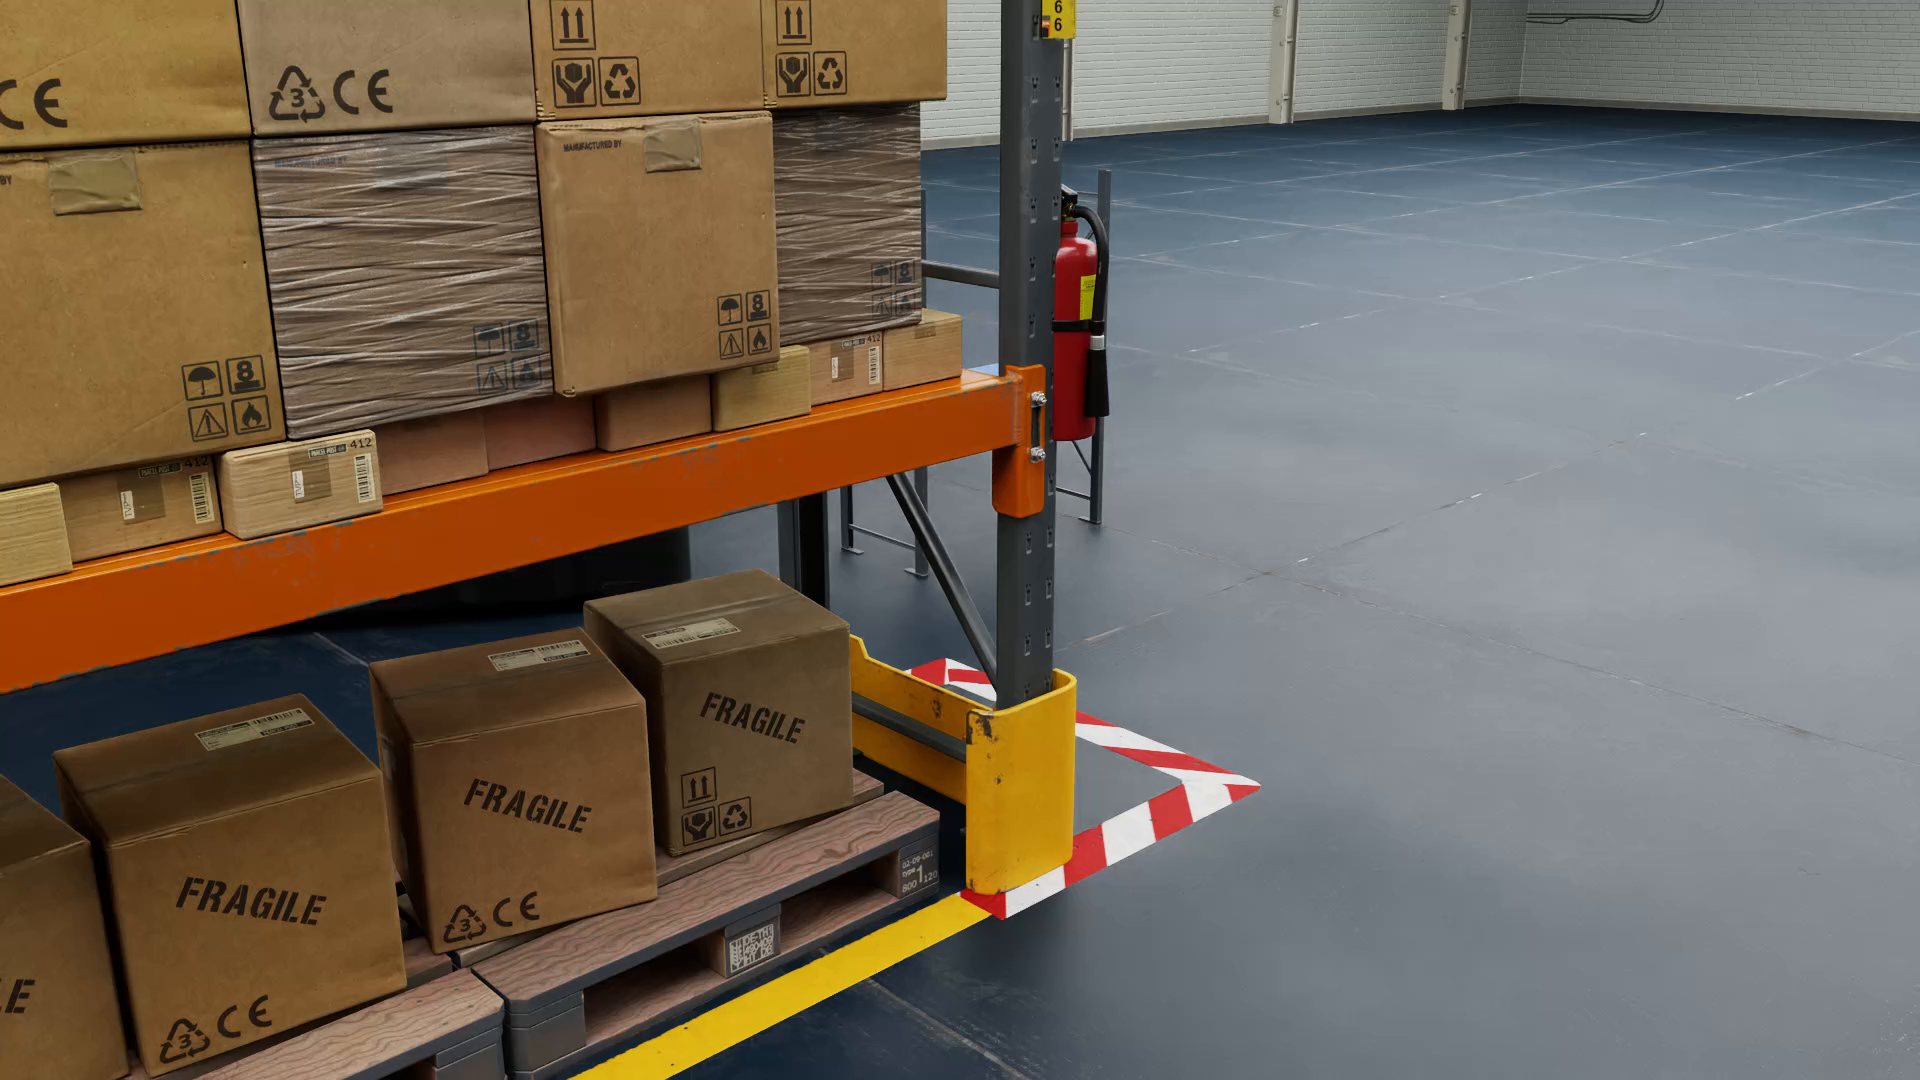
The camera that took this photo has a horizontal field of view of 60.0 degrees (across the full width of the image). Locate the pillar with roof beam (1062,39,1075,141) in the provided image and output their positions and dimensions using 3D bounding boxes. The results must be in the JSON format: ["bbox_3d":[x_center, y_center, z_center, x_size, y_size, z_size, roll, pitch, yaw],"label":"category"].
[{"bbox_3d":[4.544,-9.792,22.597,0.400,9.000,9.100,-16,24,-41],"label":"pillar with roof beam"}]

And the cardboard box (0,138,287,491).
[{"bbox_3d":[-1.610,-0.449,2.861,0.500,0.500,0.875,-16,24,-41],"label":"cardboard box"}]

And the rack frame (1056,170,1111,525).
[{"bbox_3d":[0.431,-0.839,7.141,0.032,1.500,0.500,-16,24,-41],"label":"rack frame"}]

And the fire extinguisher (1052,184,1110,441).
[{"bbox_3d":[0.254,-0.587,4.056,0.183,0.674,0.296,-16,24,-41],"label":"fire extinguisher"}]

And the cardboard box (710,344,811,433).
[{"bbox_3d":[-0.540,-0.359,3.636,0.250,0.149,0.380,-16,24,-41],"label":"cardboard box"}]

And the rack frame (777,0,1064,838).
[{"bbox_3d":[-0.146,-0.702,4.288,0.127,3.000,1.000,-16,24,-41],"label":"rack frame"}]

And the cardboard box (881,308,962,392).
[{"bbox_3d":[-0.211,-0.476,3.998,0.250,0.149,0.380,-16,24,-41],"label":"cardboard box"}]

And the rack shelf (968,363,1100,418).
[{"bbox_3d":[0.062,-0.560,6.865,1.000,0.185,0.538,-16,24,-41],"label":"rack shelf"}]

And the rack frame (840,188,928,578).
[{"bbox_3d":[-0.307,-0.624,6.477,0.032,1.500,0.500,-16,24,-41],"label":"rack frame"}]

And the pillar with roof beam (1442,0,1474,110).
[{"bbox_3d":[13.263,-12.335,30.440,0.400,9.000,9.100,-16,24,-41],"label":"pillar with roof beam"}]

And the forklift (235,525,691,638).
[{"bbox_3d":[-2.588,-1.211,5.967,3.031,2.935,1.130,-4,18,-11],"label":"forklift"}]

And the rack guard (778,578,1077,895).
[{"bbox_3d":[-0.201,0.503,4.624,0.348,0.500,1.175,-16,24,-41],"label":"rack guard"}]

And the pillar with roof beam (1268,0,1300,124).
[{"bbox_3d":[8.903,-11.064,26.518,0.400,9.000,9.100,-16,24,-41],"label":"pillar with roof beam"}]

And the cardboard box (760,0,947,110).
[{"bbox_3d":[-0.376,-1.195,3.542,0.500,0.500,0.500,-16,24,-41],"label":"cardboard box"}]

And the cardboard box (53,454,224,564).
[{"bbox_3d":[-1.459,-0.098,2.829,0.250,0.149,0.380,-16,24,-41],"label":"cardboard box"}]

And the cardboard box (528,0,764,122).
[{"bbox_3d":[-0.735,-1.088,3.211,0.500,0.500,0.500,-16,24,-41],"label":"cardboard box"}]

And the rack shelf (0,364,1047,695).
[{"bbox_3d":[-1.599,0.064,3.092,4.000,0.370,1.077,-16,24,-41],"label":"rack shelf"}]

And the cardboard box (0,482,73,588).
[{"bbox_3d":[-1.609,-0.034,2.634,0.250,0.149,0.380,-16,24,-41],"label":"cardboard box"}]

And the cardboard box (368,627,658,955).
[{"bbox_3d":[-1.022,0.550,3.798,0.500,0.500,0.500,-9,20,-27],"label":"cardboard box"}]

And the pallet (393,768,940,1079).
[{"bbox_3d":[-0.816,0.804,4.162,1.213,0.211,1.003,-16,24,-41],"label":"pallet"}]

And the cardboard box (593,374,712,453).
[{"bbox_3d":[-0.732,-0.309,3.483,0.250,0.149,0.380,-16,24,-41],"label":"cardboard box"}]

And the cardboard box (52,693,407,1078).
[{"bbox_3d":[-1.490,0.678,3.402,0.500,0.500,0.500,-14,22,-36],"label":"cardboard box"}]

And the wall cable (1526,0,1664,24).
[{"bbox_3d":[13.355,-12.151,34.905,0.112,2.526,3.097,-16,24,-41],"label":"wall cable"}]

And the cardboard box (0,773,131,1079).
[{"bbox_3d":[-1.926,0.786,3.068,0.500,0.500,0.500,15,23,39],"label":"cardboard box"}]

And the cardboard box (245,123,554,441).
[{"bbox_3d":[-1.239,-0.552,3.179,0.500,0.500,0.875,-16,24,-41],"label":"cardboard box"}]

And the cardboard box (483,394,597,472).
[{"bbox_3d":[-0.942,-0.266,3.348,0.250,0.149,0.380,-16,24,-41],"label":"cardboard box"}]

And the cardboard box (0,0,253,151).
[{"bbox_3d":[-1.469,-0.878,2.565,0.500,0.500,0.500,-16,24,-41],"label":"cardboard box"}]

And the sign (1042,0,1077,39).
[{"bbox_3d":[0.221,-1.275,3.664,0.005,0.325,0.100,-16,24,-41],"label":"sign"}]

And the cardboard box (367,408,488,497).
[{"bbox_3d":[-1.108,-0.208,3.169,0.250,0.149,0.380,-16,24,-41],"label":"cardboard box"}]

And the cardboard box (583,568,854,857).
[{"bbox_3d":[-0.611,0.415,4.212,0.500,0.500,0.500,-11,21,-31],"label":"cardboard box"}]

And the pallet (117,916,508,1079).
[{"bbox_3d":[-1.702,1.062,3.368,1.213,0.211,1.003,-16,24,-41],"label":"pallet"}]

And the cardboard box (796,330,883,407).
[{"bbox_3d":[-0.394,-0.423,3.835,0.250,0.149,0.380,-16,24,-41],"label":"cardboard box"}]

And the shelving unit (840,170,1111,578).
[{"bbox_3d":[0.062,-0.732,6.809,1.048,1.500,0.538,-16,24,-41],"label":"shelving unit"}]

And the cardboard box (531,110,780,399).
[{"bbox_3d":[-0.846,-0.648,3.476,0.500,0.500,0.875,-16,24,-41],"label":"cardboard box"}]

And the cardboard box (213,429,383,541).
[{"bbox_3d":[-1.229,-0.135,2.945,0.250,0.149,0.380,-16,24,-41],"label":"cardboard box"}]

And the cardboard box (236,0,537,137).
[{"bbox_3d":[-1.100,-0.983,2.886,0.500,0.500,0.500,-16,24,-41],"label":"cardboard box"}]

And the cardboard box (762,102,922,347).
[{"bbox_3d":[-0.565,-0.781,3.886,0.500,0.500,0.875,-16,24,-41],"label":"cardboard box"}]
